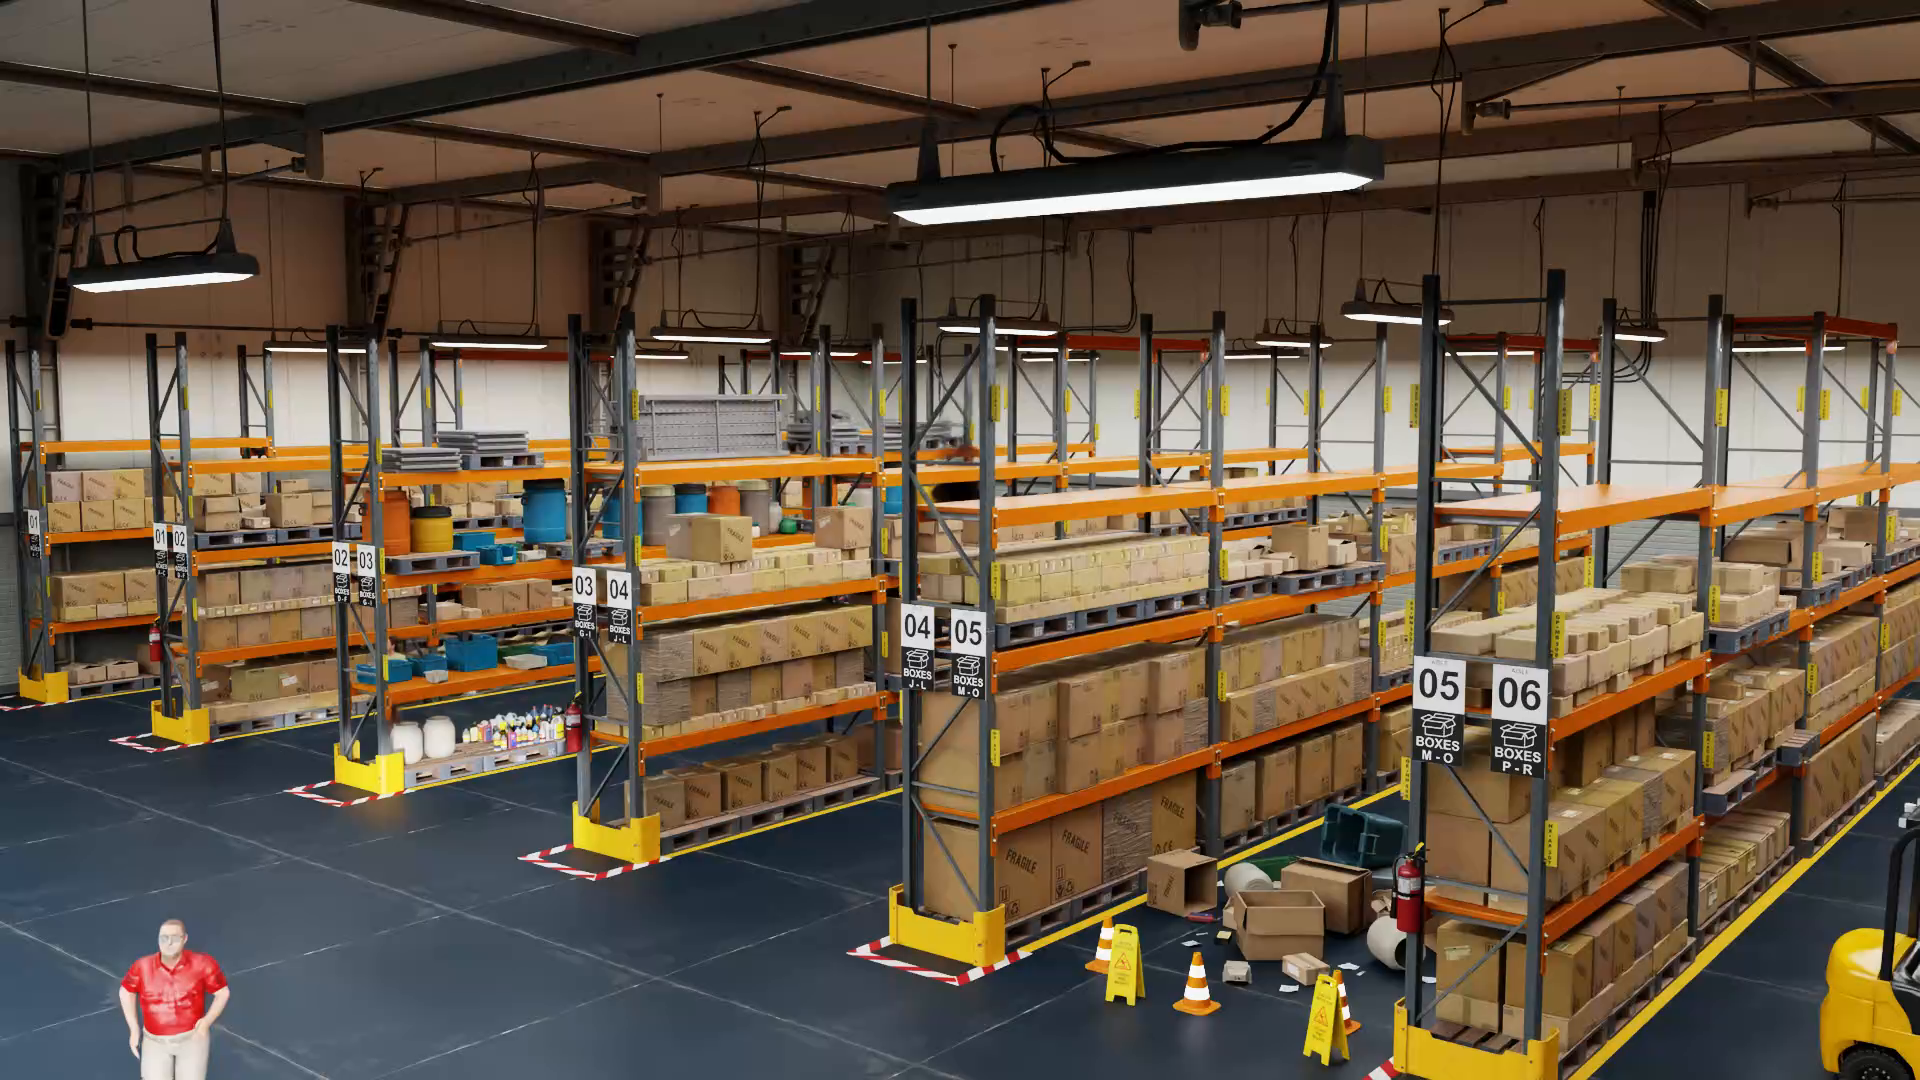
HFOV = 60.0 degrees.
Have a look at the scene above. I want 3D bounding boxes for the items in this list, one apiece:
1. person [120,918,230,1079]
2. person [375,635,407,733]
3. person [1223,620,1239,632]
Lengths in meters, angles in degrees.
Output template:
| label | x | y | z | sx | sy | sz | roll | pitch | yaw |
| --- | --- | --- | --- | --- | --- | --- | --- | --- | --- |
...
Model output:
| label | x | y | z | sx | sy | sz | roll | pitch | yaw |
| --- | --- | --- | --- | --- | --- | --- | --- | --- | --- |
| person | -5.156 | 3.336 | 10.939 | 0.668 | 1.694 | 0.605 | -2 | 6 | -23 |
| person | -8.119 | 2.204 | 23.725 | 0.558 | 1.698 | 0.670 | 4 | 7 | 40 |
| person | 3.744 | 1.961 | 22.829 | 0.680 | 1.850 | 0.760 | 4 | 7 | 41 |
